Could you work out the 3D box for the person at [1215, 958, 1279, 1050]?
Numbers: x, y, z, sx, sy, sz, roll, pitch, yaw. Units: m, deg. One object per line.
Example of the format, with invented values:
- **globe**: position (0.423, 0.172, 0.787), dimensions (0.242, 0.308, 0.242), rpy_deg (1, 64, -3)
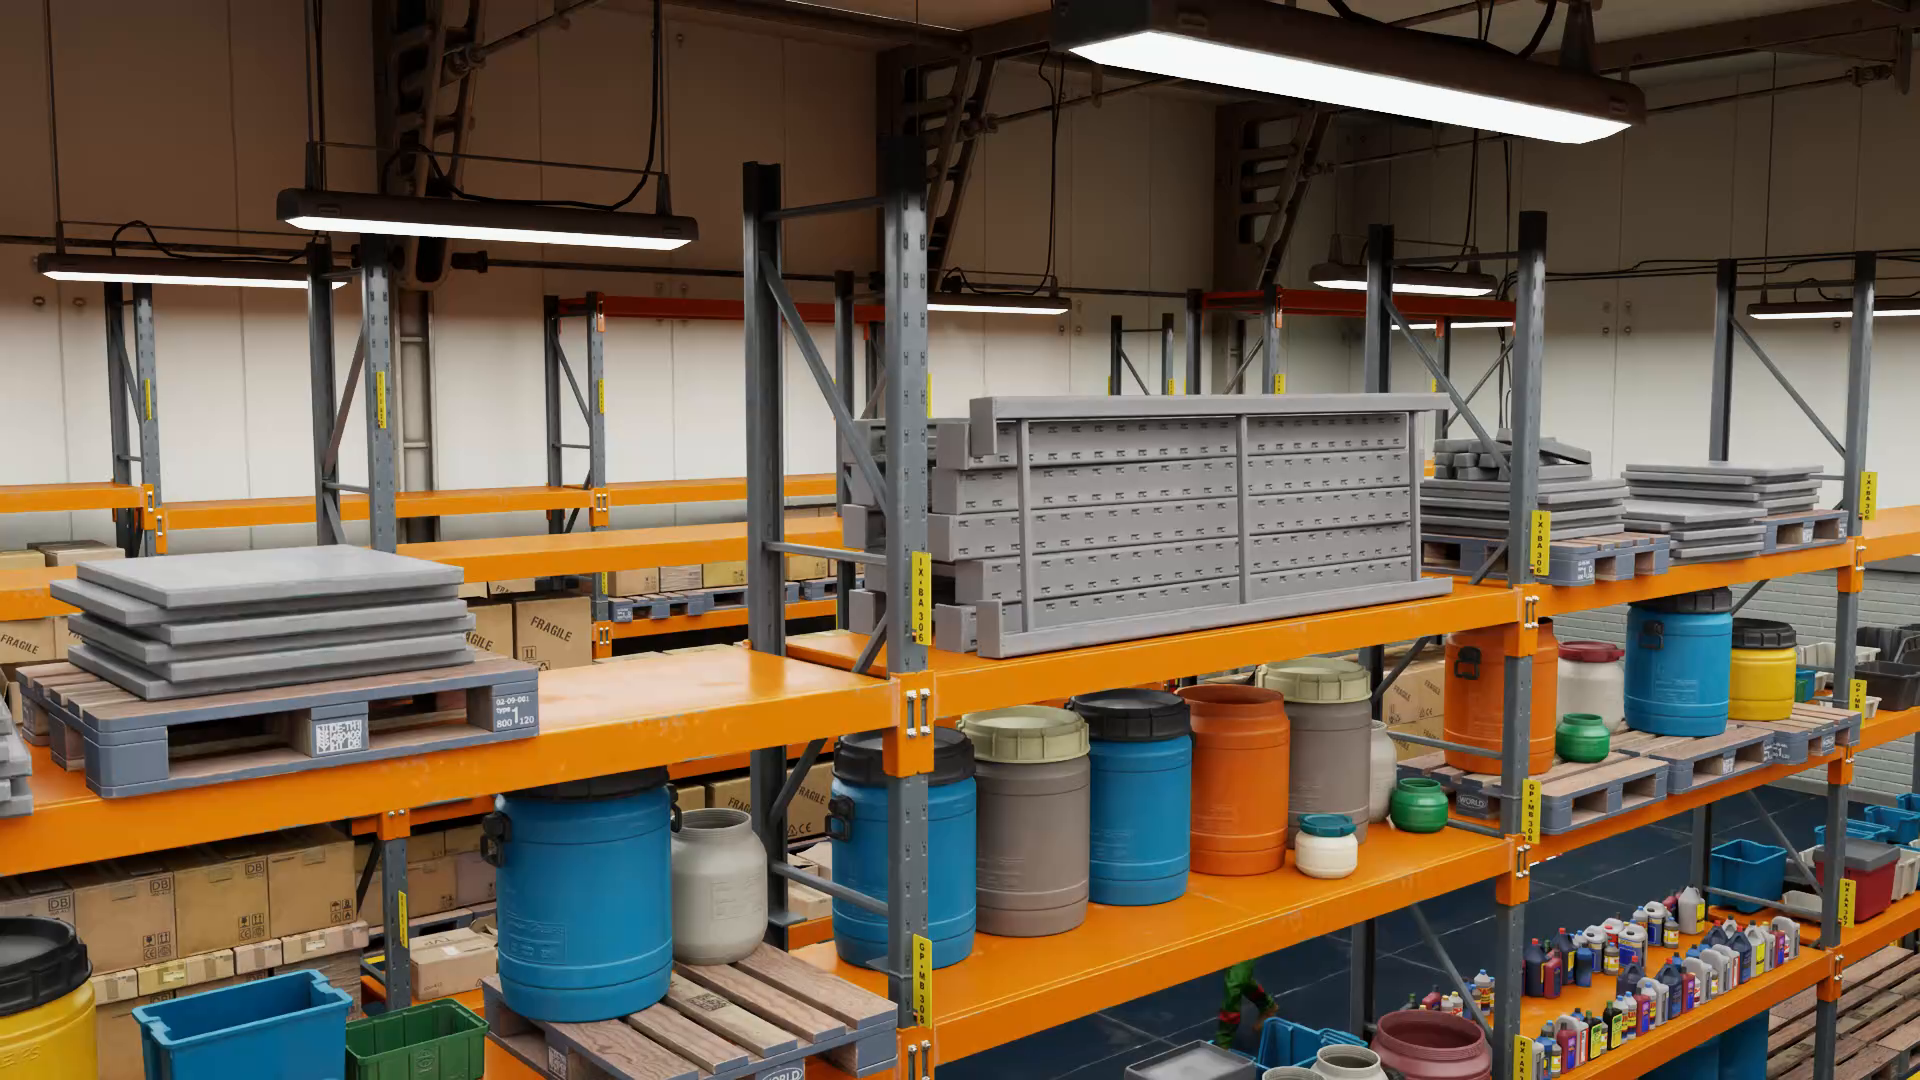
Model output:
- **person**: position (2.165, 3.065, 12.755), dimensions (0.690, 1.849, 0.912), rpy_deg (5, 8, 43)
